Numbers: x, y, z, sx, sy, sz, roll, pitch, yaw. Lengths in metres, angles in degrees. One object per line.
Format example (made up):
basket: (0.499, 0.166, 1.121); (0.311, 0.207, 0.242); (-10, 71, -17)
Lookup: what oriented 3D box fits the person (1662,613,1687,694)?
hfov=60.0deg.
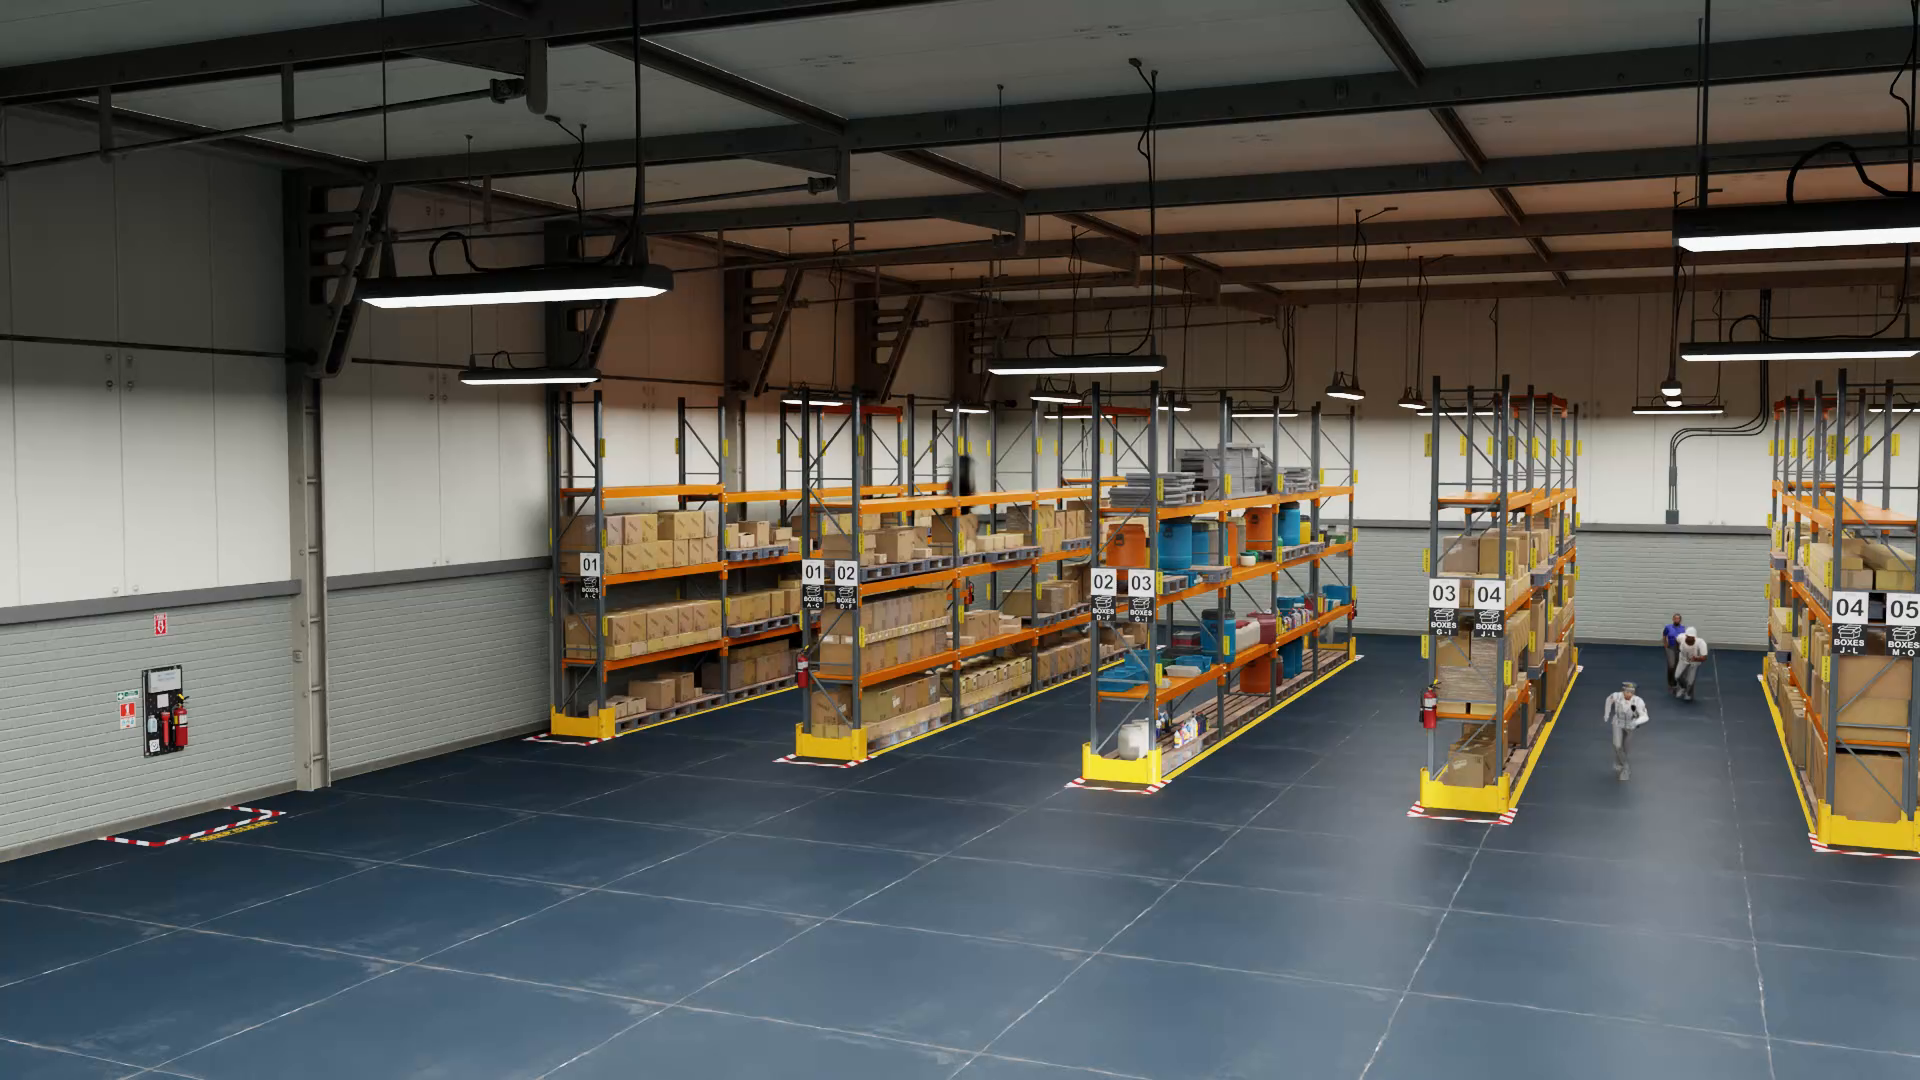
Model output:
person: (14.619, 2.322, 33.960); (0.465, 1.670, 0.804); (1, 3, 13)

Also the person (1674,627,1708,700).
person: (14.307, 2.425, 32.626); (0.725, 1.514, 0.998); (2, 4, 37)

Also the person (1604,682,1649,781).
person: (10.079, 2.845, 25.180); (0.604, 1.497, 1.049); (1, 3, 19)

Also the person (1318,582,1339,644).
person: (8.994, 1.892, 40.660); (1.055, 1.732, 0.623); (3, 4, 40)

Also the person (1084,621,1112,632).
person: (3.708, 1.725, 42.782); (1.050, 1.777, 0.711); (1, 3, 21)
